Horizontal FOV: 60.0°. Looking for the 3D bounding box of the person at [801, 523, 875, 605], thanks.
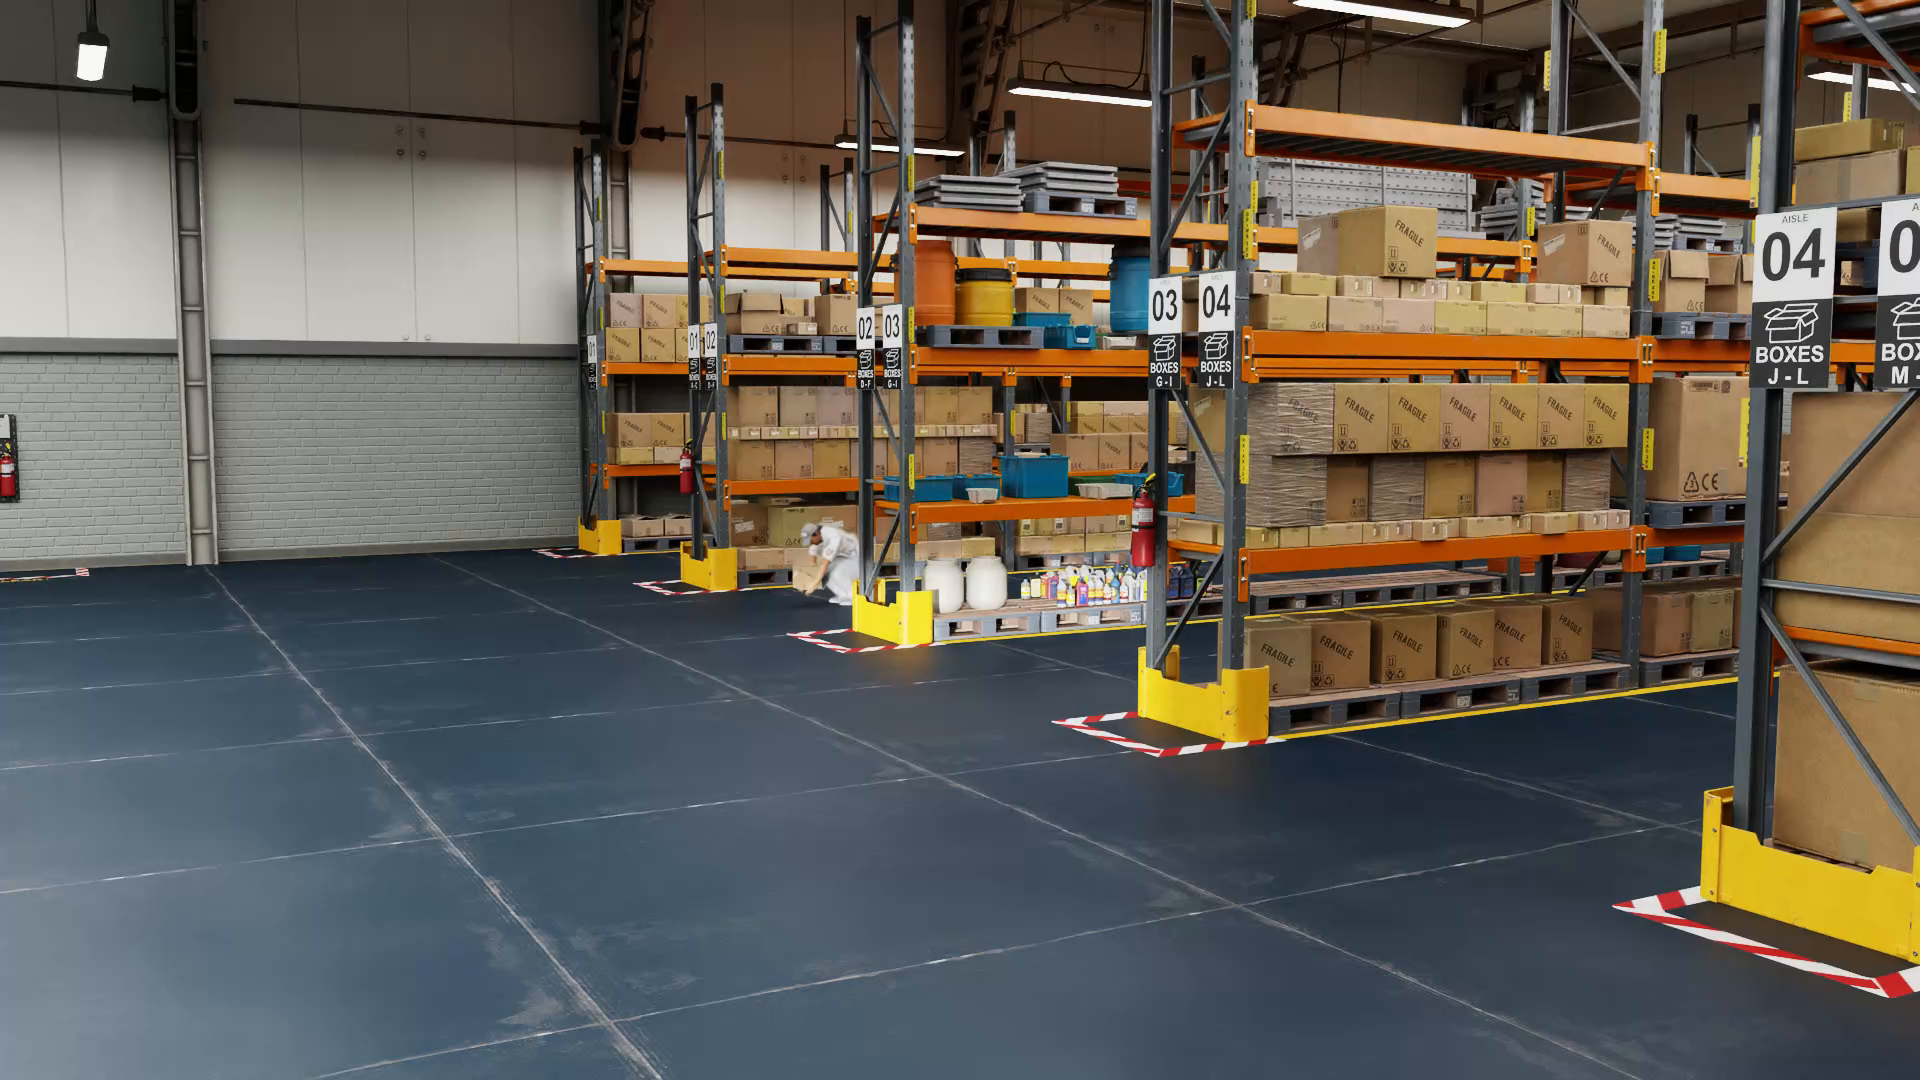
[{"bbox_3d":[-1.392,0.260,18.704,0.892,0.941,0.512,-3,6,-30],"label":"person"}]
